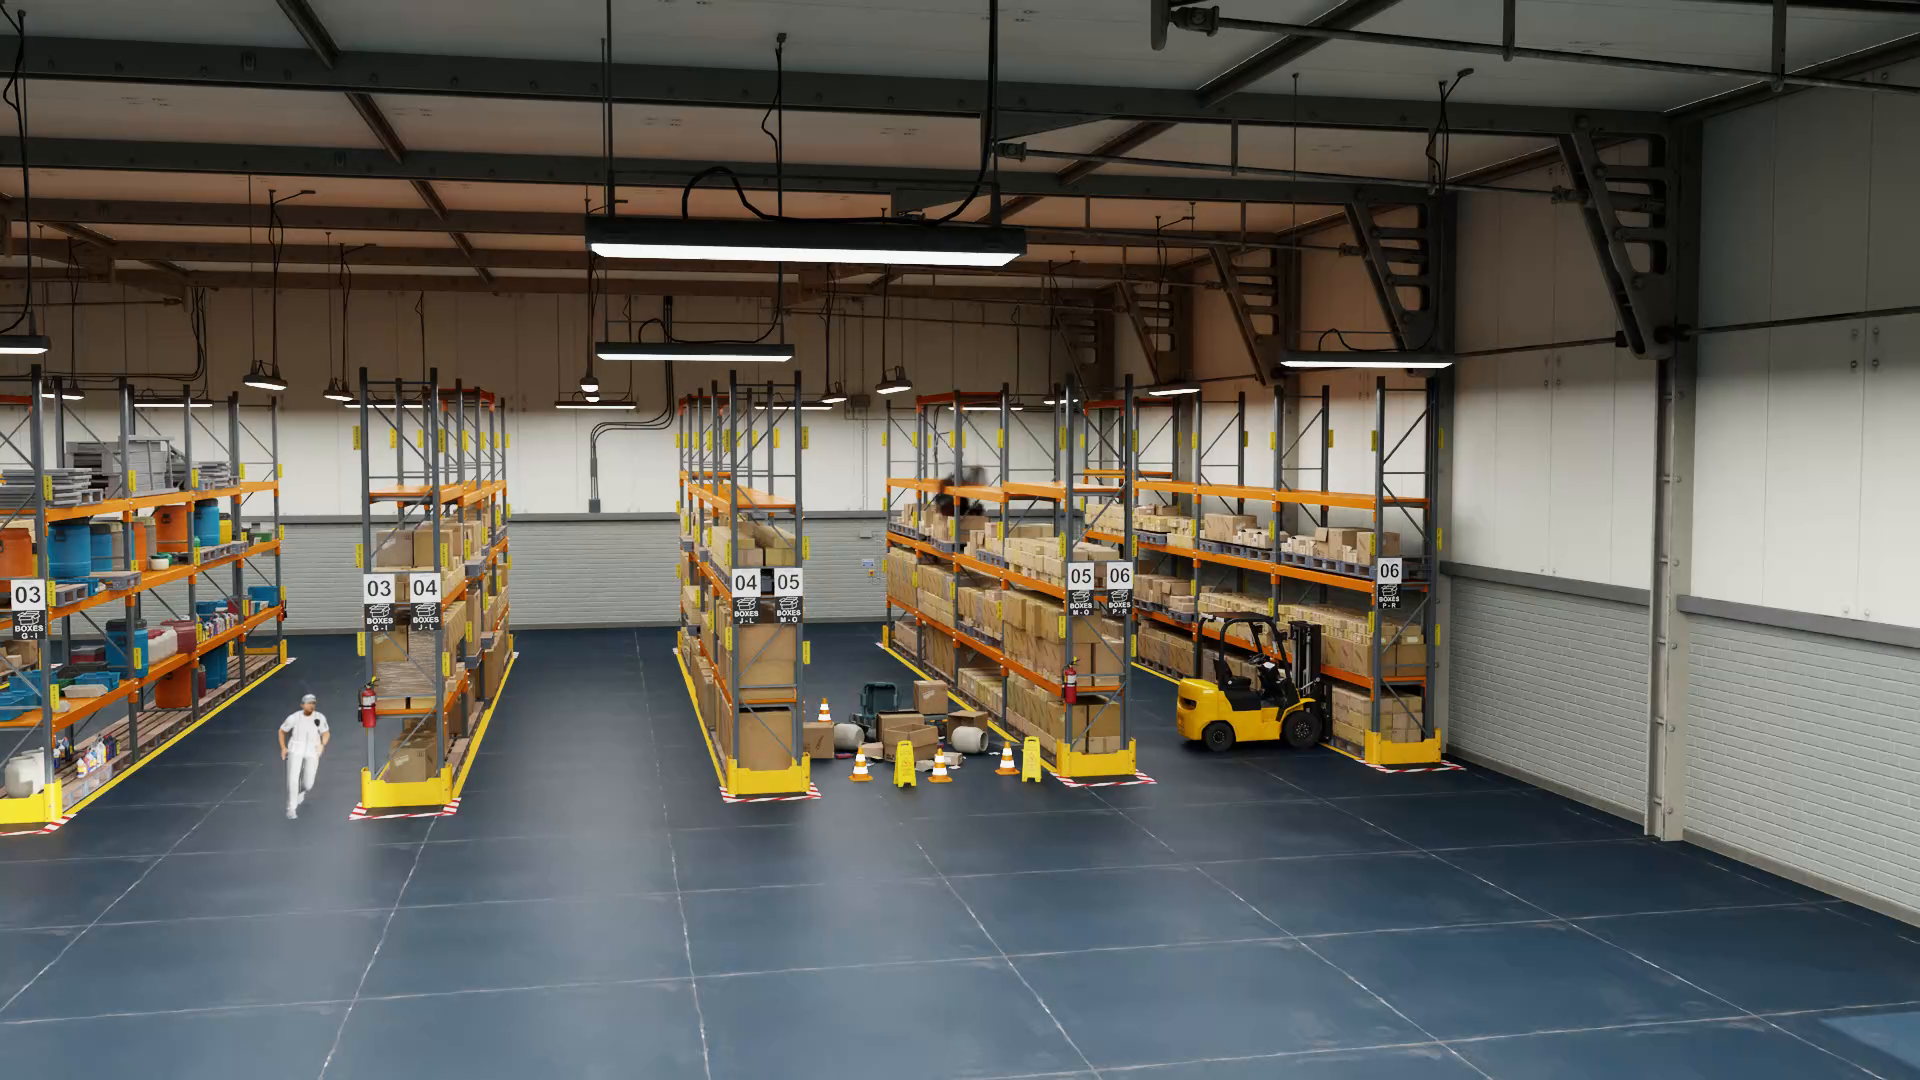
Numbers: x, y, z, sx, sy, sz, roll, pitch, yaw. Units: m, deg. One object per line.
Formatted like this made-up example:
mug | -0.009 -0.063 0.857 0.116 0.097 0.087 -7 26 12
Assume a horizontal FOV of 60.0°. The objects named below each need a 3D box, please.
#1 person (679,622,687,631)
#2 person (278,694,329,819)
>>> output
person | -6.567 1.773 40.708 0.529 1.694 0.924 0 3 5
person | -8.822 2.881 22.373 0.649 1.627 0.621 -2 4 -26
